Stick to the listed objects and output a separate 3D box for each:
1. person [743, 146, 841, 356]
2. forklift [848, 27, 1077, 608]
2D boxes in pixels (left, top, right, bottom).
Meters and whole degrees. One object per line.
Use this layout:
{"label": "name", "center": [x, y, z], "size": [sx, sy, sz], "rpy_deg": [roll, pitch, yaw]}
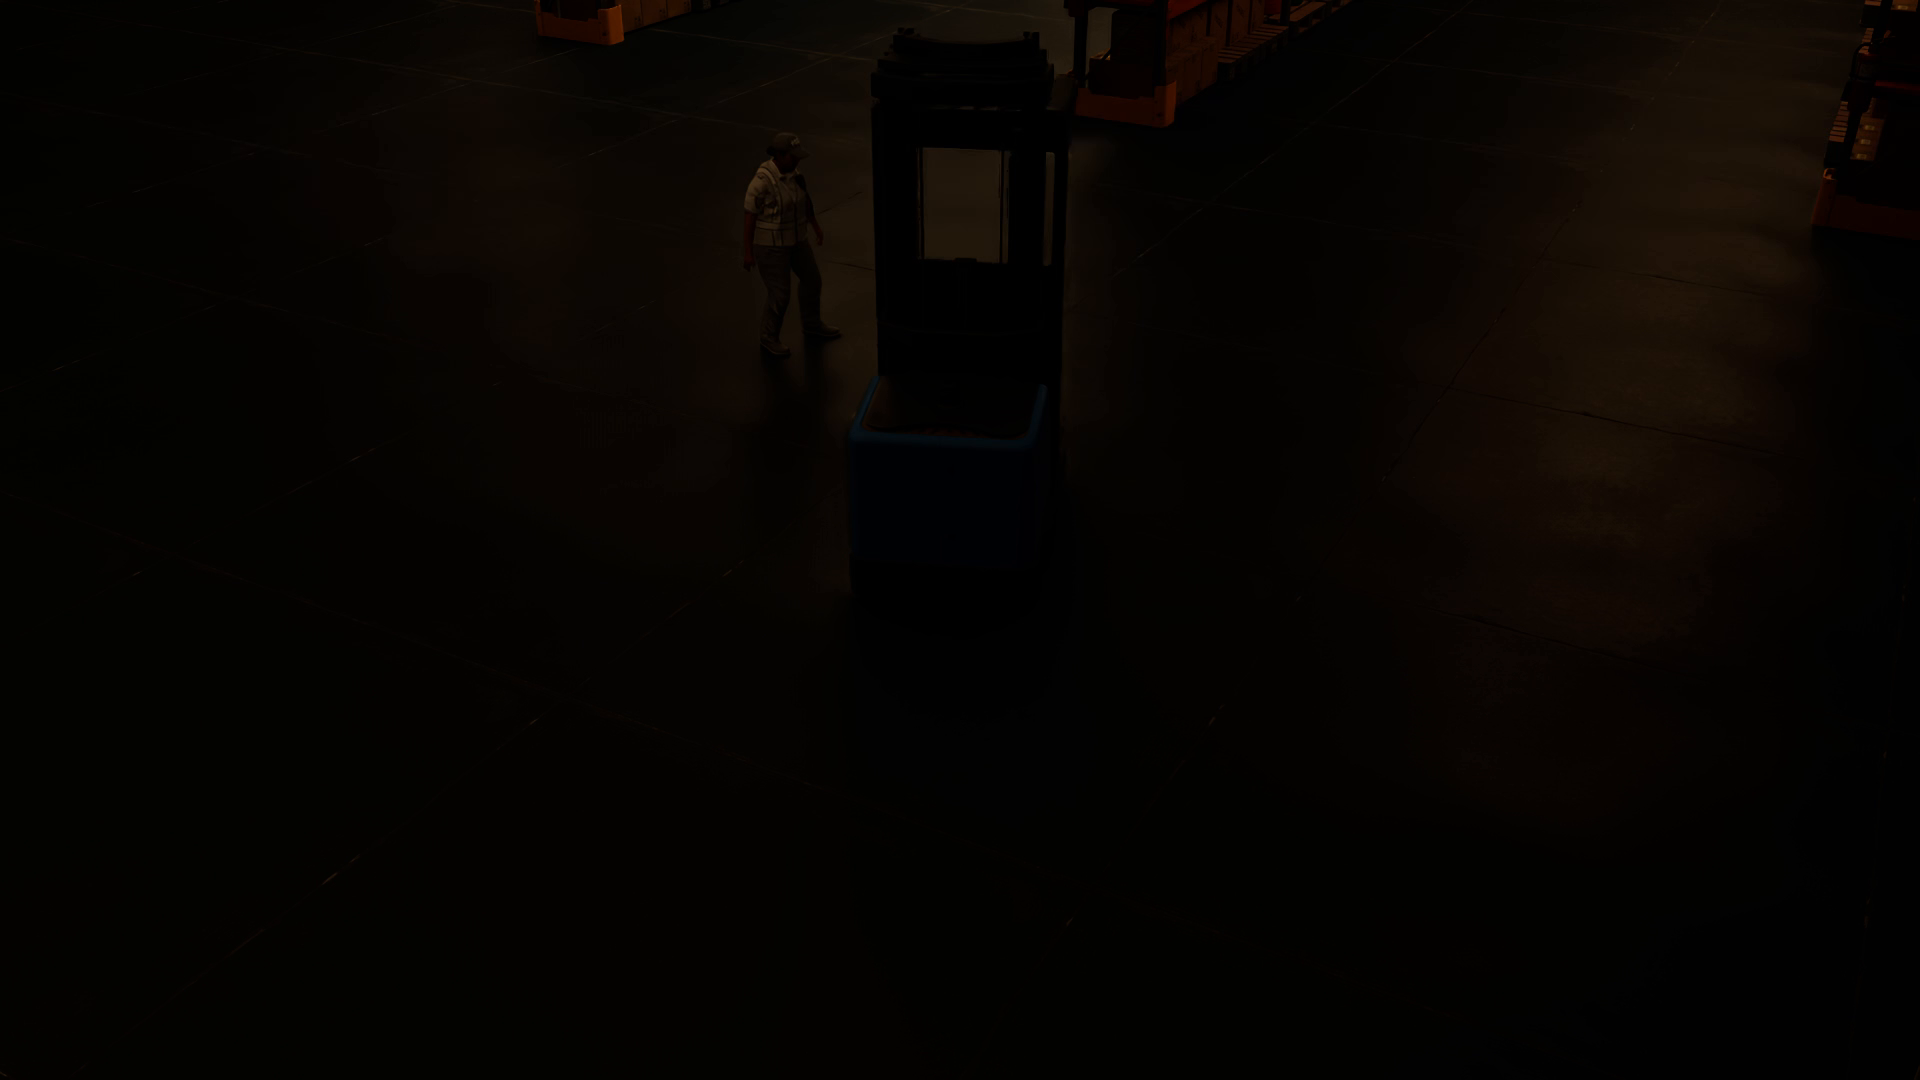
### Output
{"label": "person", "center": [-1.279, -2.109, 12.209], "size": [0.400, 1.455, 0.769], "rpy_deg": [20, 36, 31]}
{"label": "forklift", "center": [0.088, -1.608, 9.857], "size": [1.130, 2.935, 3.031], "rpy_deg": [4, 30, 6]}
